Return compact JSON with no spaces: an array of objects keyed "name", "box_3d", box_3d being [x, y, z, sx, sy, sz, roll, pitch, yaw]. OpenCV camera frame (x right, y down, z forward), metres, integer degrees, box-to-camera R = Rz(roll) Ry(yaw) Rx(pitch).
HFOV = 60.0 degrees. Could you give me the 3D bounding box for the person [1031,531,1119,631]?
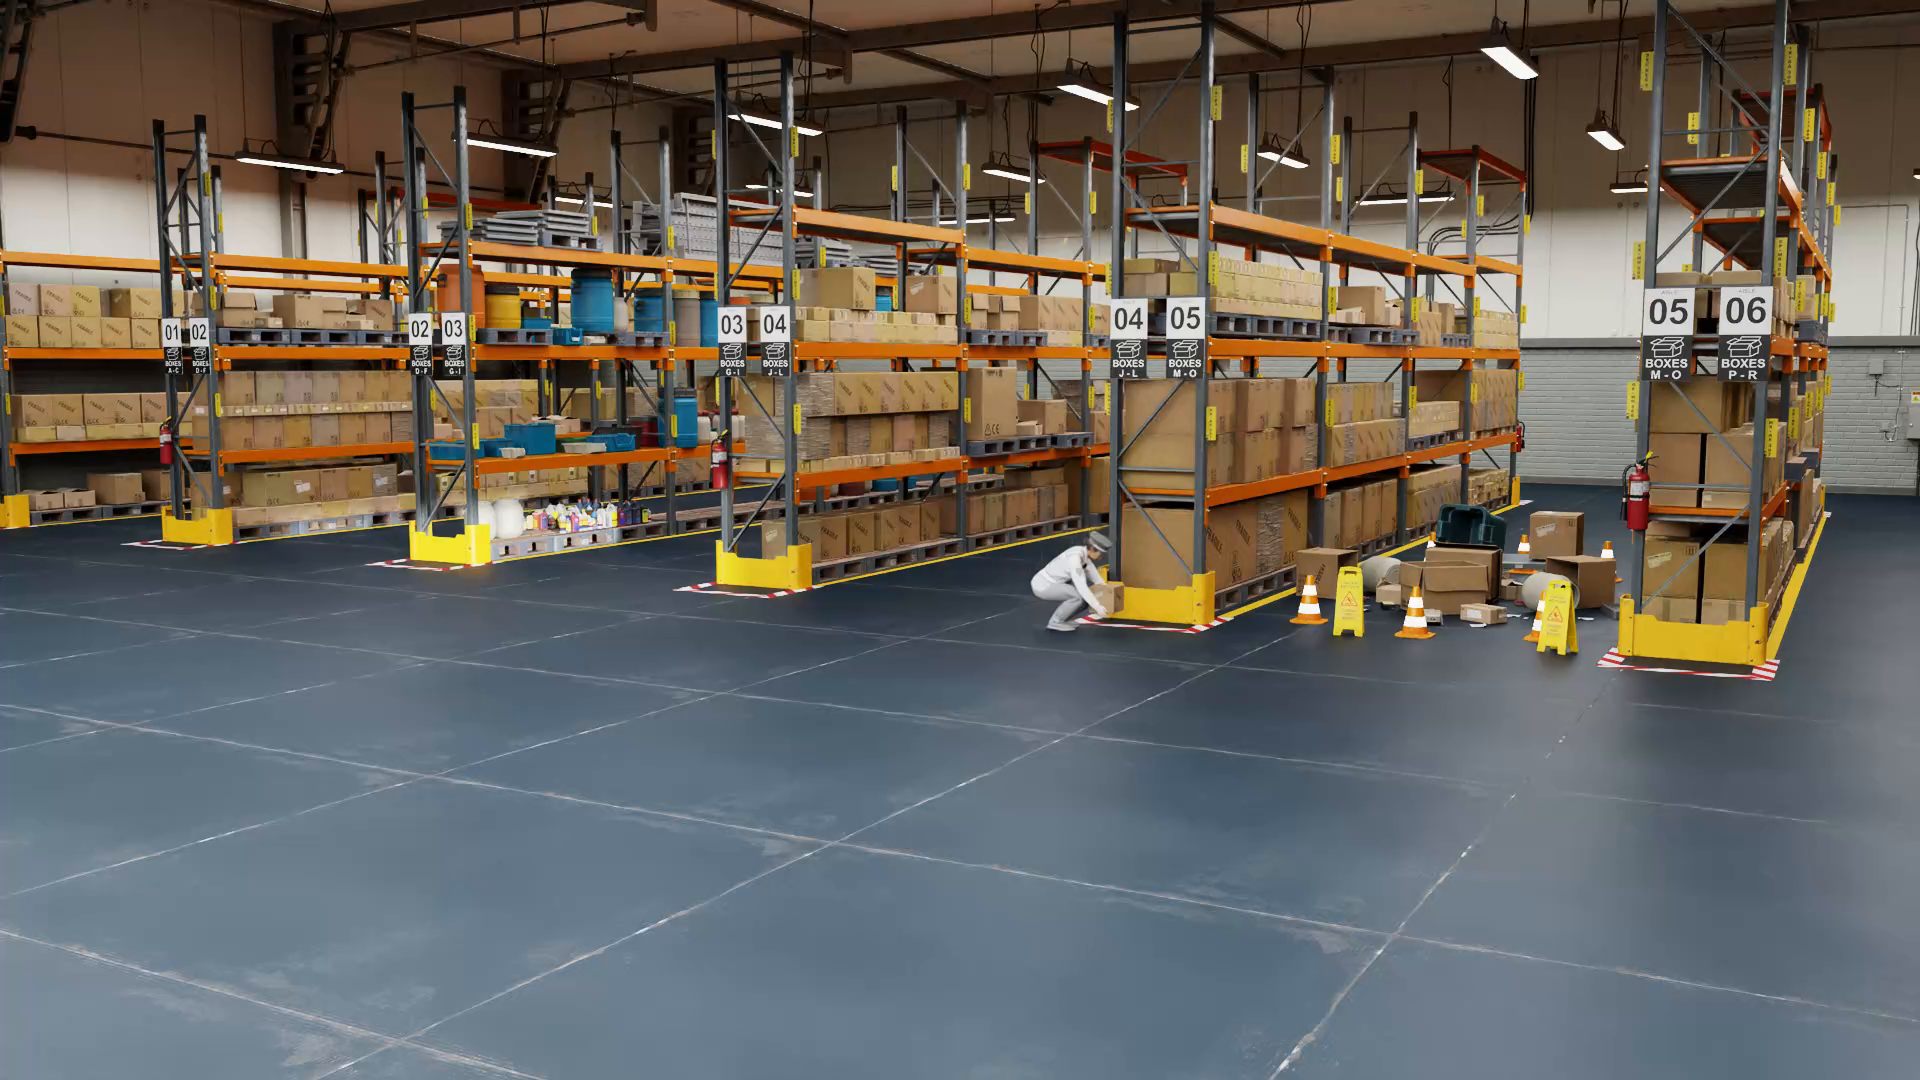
[{"name":"person","box_3d":[1.102,0.396,16.031,0.833,0.960,0.503,3,7,25]}]
